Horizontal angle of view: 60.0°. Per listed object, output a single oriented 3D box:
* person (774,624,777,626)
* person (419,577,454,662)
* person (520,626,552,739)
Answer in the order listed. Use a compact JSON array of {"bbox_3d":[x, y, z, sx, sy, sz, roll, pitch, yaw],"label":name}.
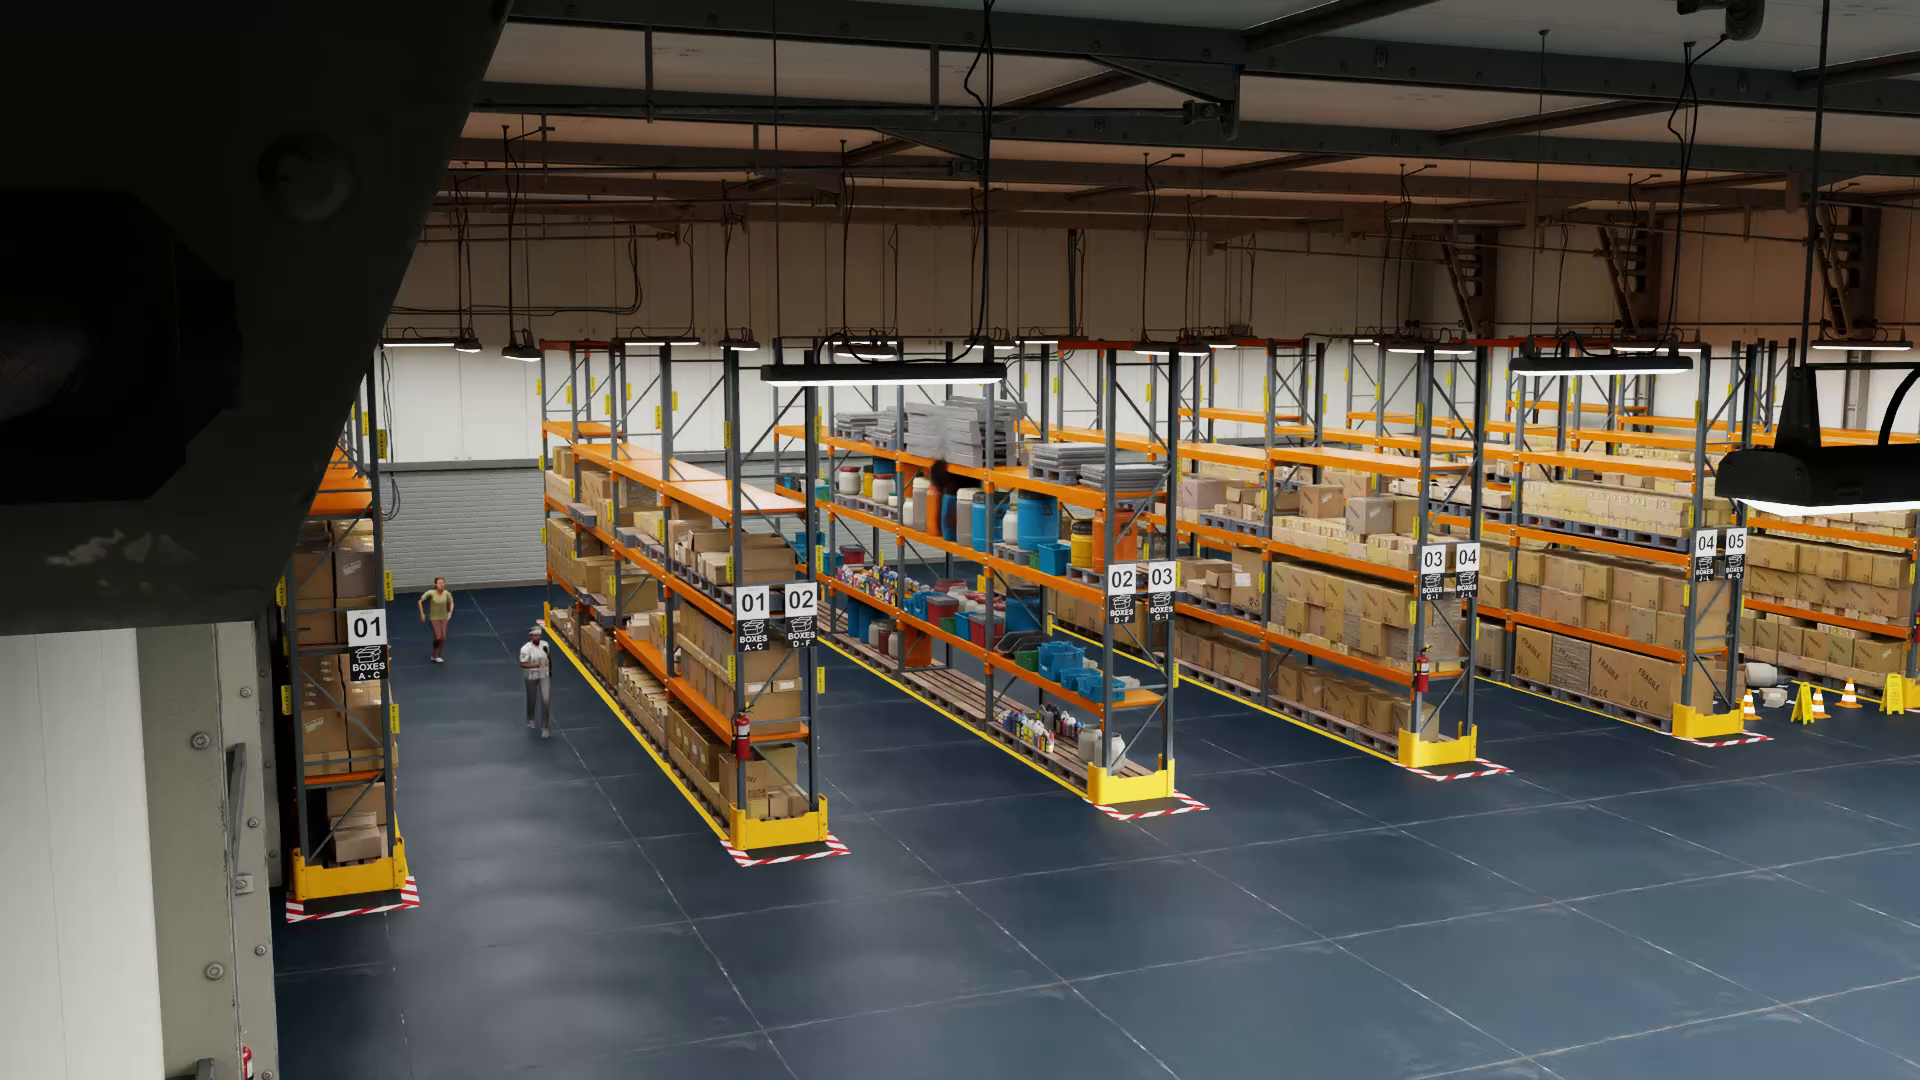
[{"bbox_3d":[-3.853,1.195,33.100,0.715,1.719,0.643,-5,9,-34],"label":"person"},{"bbox_3d":[-9.780,1.489,31.135,0.645,1.623,0.529,-5,9,-36],"label":"person"},{"bbox_3d":[-6.530,2.165,25.660,0.522,1.750,0.847,-3,8,-24],"label":"person"}]
